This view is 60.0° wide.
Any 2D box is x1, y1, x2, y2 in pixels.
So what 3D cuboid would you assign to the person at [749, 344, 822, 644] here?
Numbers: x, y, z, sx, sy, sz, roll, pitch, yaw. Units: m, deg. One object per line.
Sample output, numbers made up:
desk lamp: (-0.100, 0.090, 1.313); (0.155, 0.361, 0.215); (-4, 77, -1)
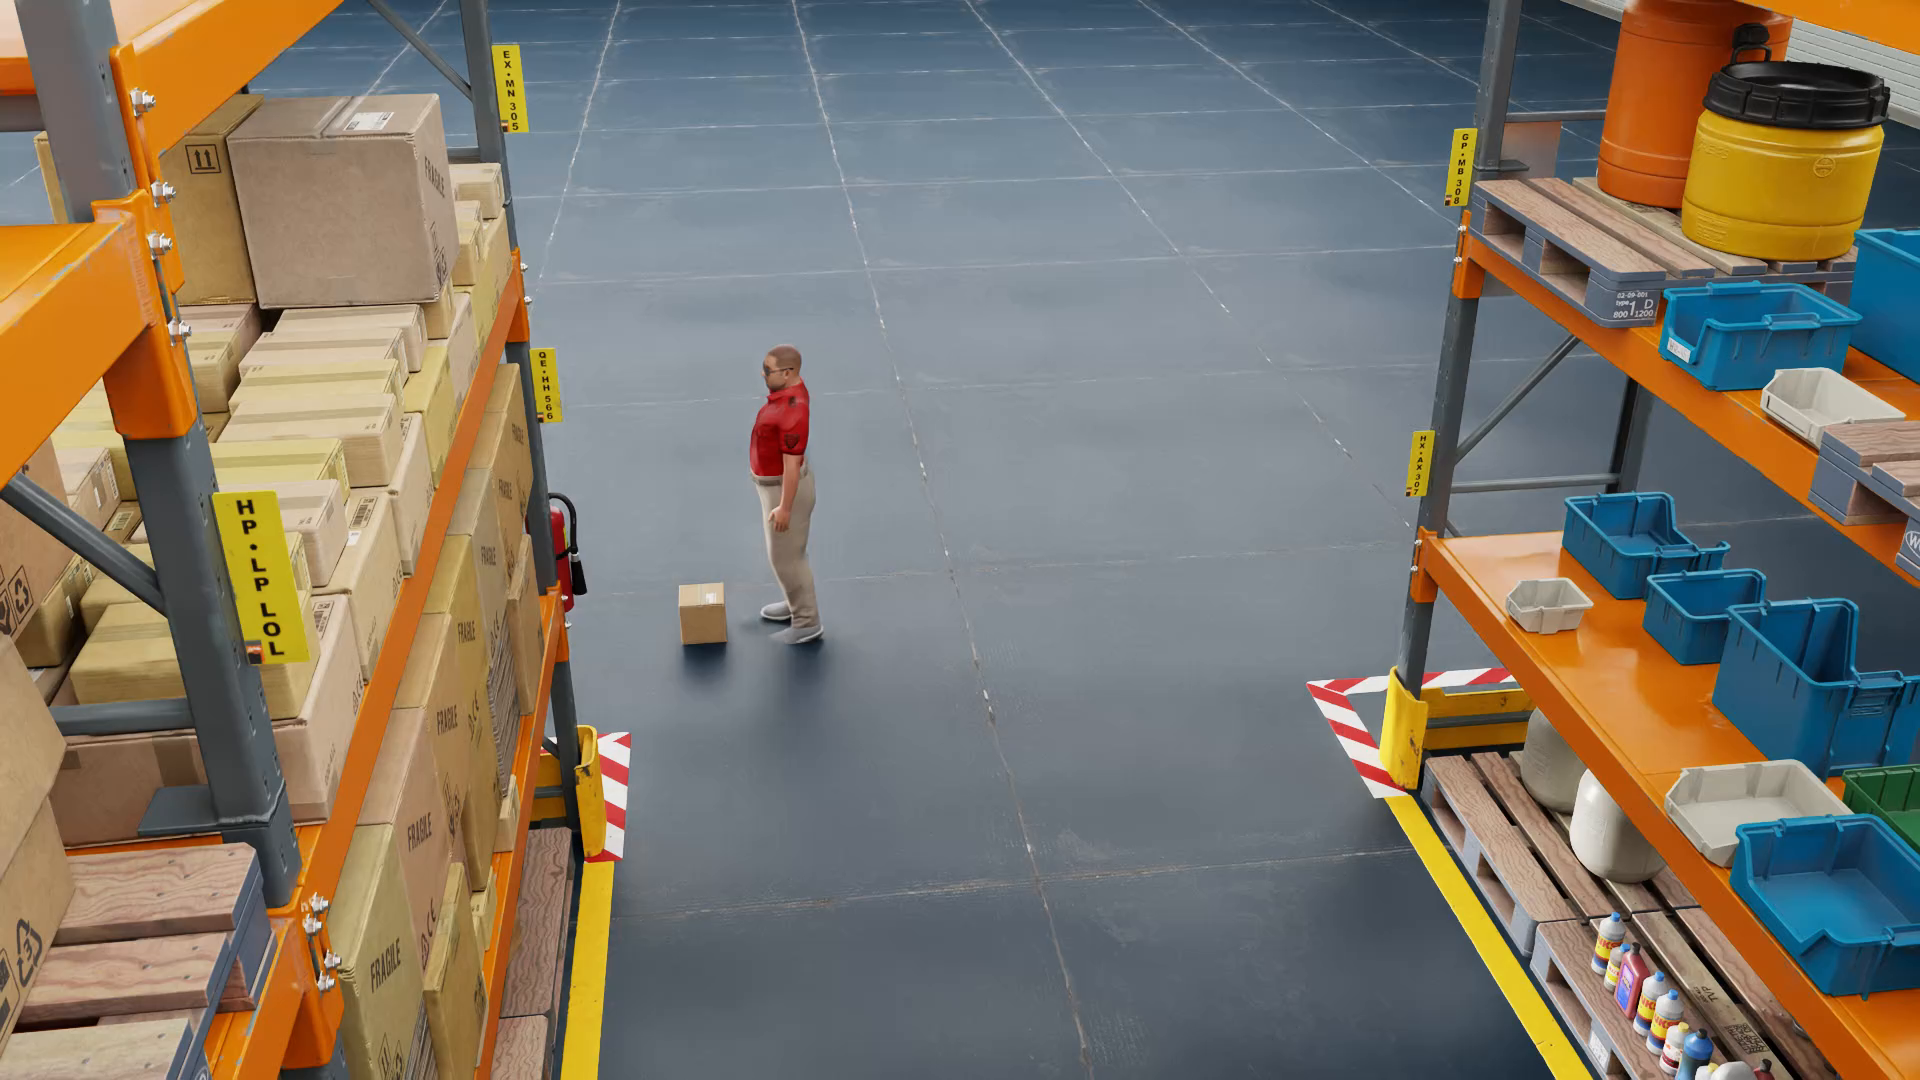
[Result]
person: (-0.974, -0.251, 9.160); (0.360, 1.741, 0.528); (-3, 27, -6)
